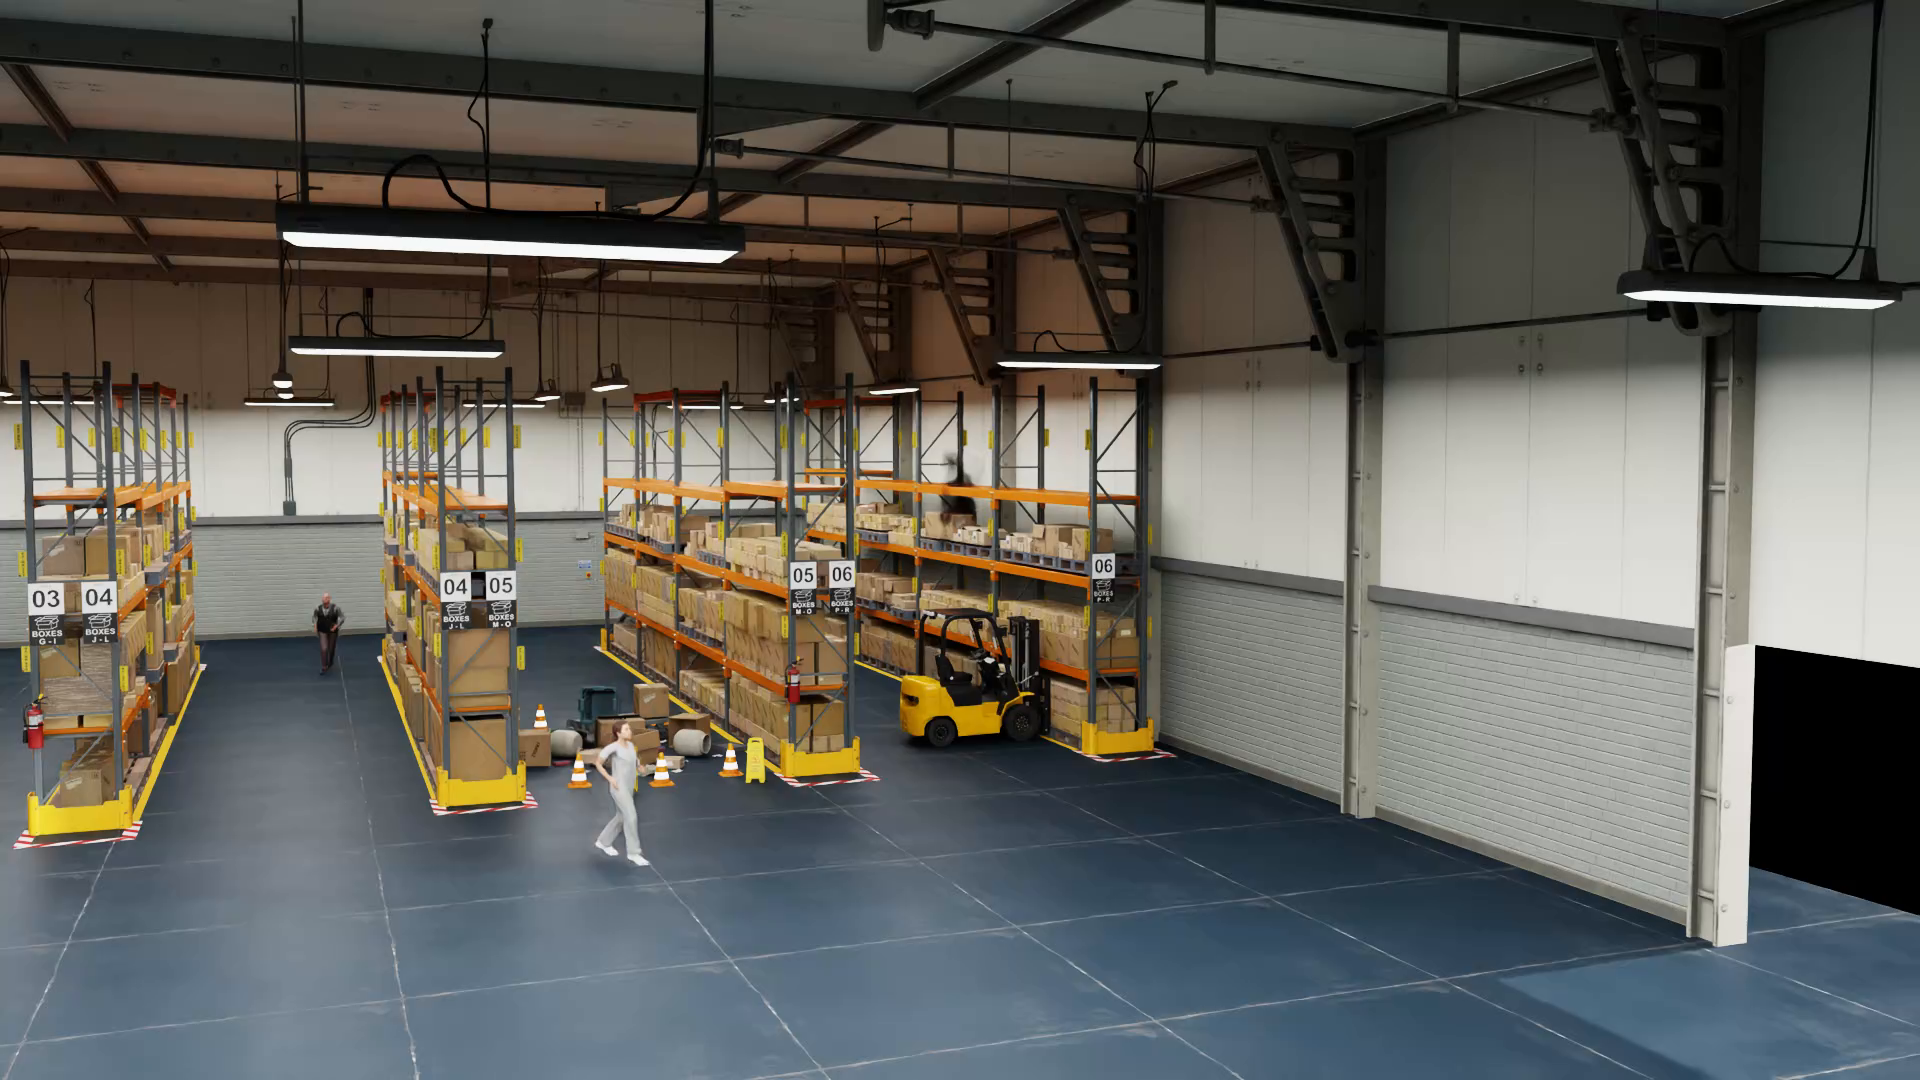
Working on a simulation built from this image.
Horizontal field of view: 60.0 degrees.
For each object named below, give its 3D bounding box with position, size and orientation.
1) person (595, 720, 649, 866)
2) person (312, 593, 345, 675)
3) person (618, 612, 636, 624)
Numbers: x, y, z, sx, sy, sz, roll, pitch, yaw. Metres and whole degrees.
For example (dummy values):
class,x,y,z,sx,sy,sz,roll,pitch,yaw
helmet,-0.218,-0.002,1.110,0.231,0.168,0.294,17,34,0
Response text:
class,x,y,z,sx,sy,sz,roll,pitch,yaw
person,-4.005,2.975,19.708,0.789,1.699,0.571,1,4,21
person,-13.576,2.002,35.754,0.677,1.731,0.801,-1,4,-15
person,-8.207,1.740,41.092,0.786,1.604,0.616,1,3,10
